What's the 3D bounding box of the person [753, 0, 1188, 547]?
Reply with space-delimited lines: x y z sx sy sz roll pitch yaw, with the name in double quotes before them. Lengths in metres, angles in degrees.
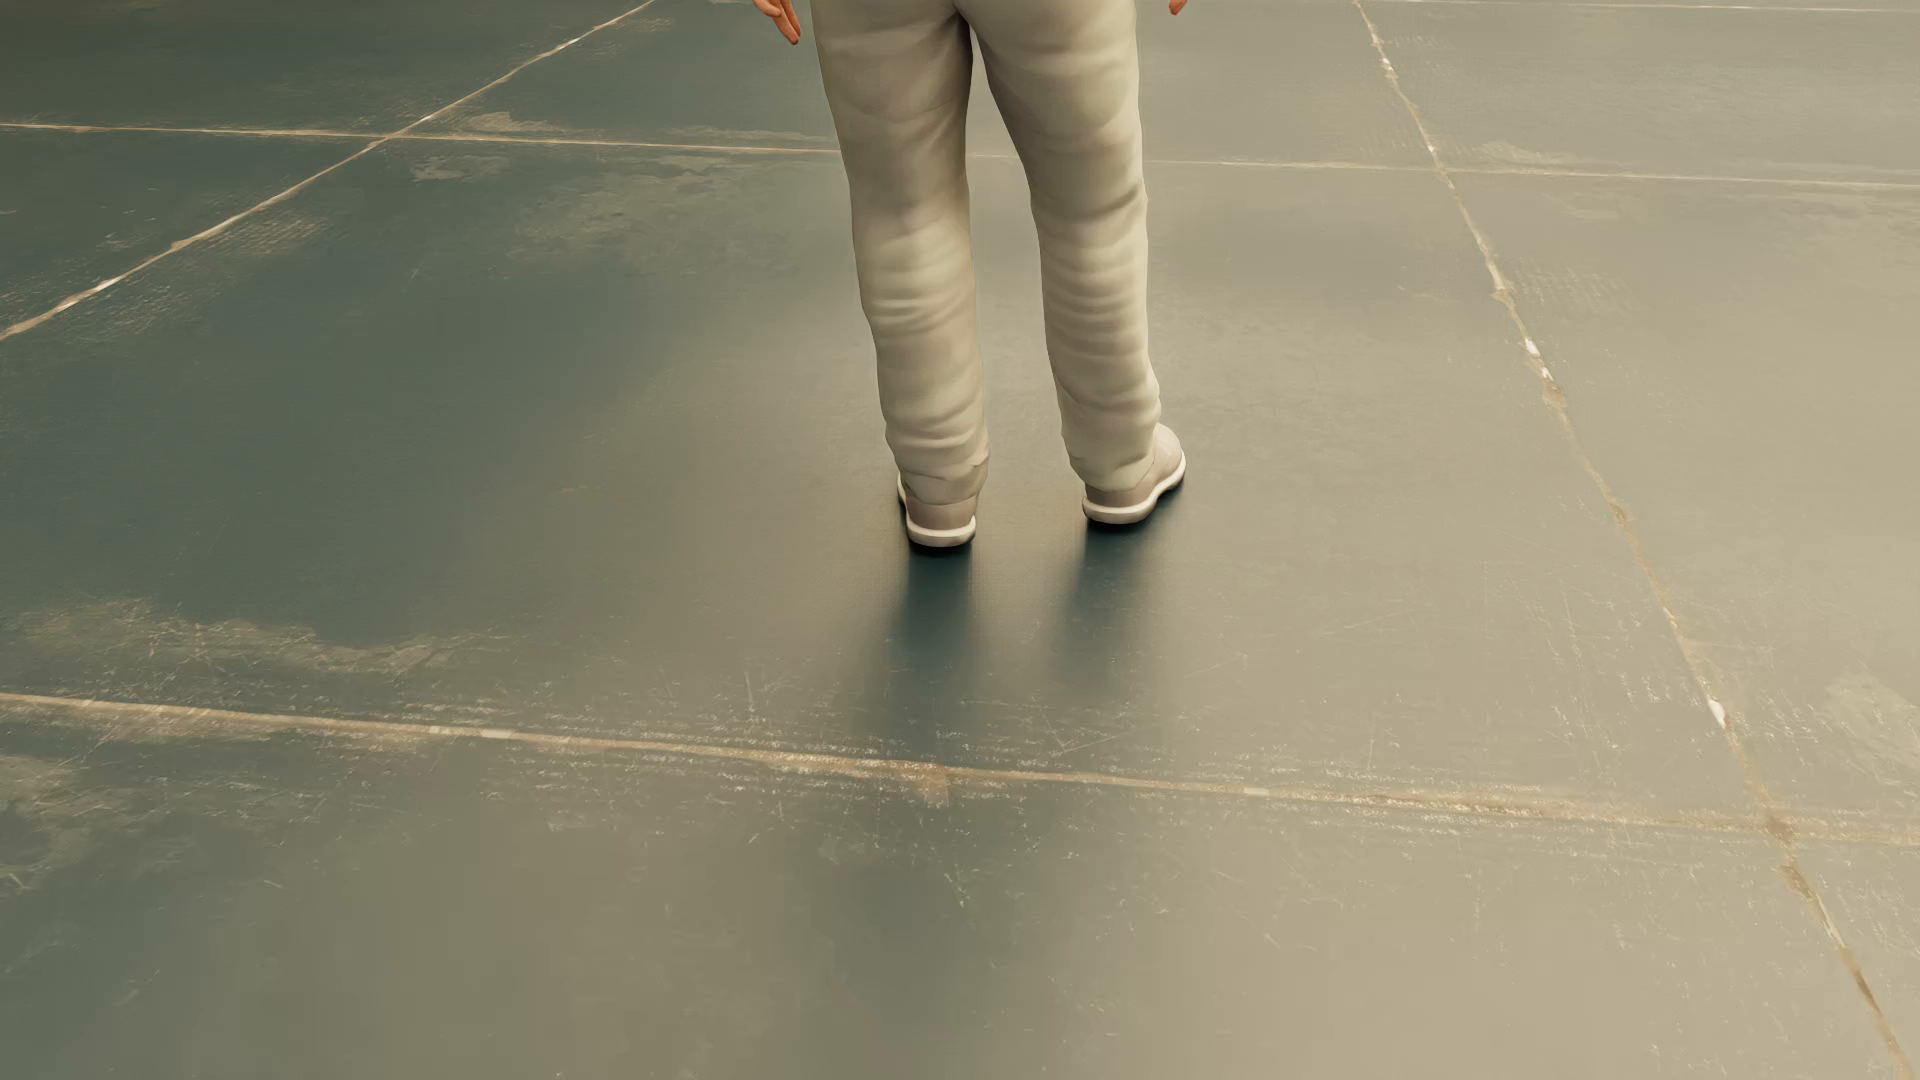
"person" 0.023 -0.837 2.166 0.640 1.781 0.575 3 27 7
